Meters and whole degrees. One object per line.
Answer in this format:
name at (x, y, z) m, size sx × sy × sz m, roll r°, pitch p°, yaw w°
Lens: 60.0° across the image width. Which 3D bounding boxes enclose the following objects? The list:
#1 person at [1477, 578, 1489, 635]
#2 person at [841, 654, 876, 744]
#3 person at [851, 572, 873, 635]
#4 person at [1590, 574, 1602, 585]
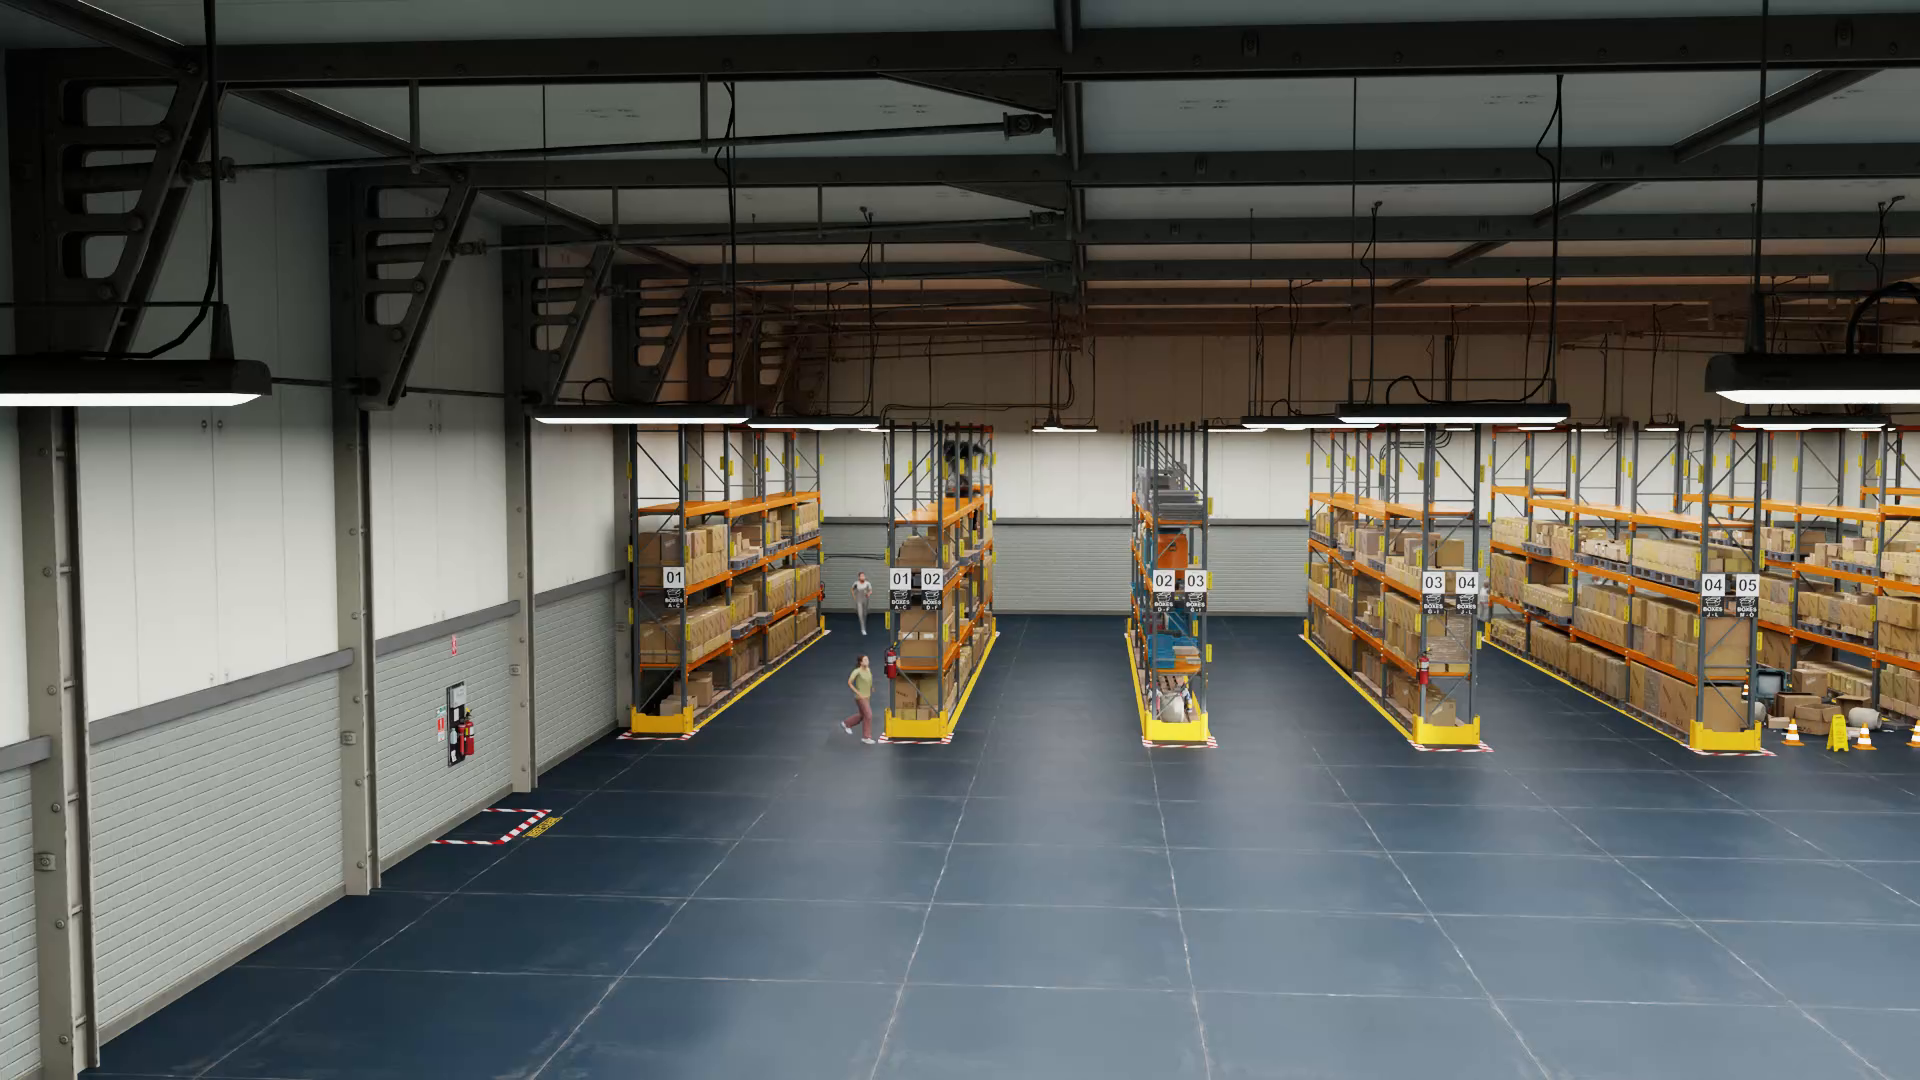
person at (14.982, 1.893, 47.497) m, size 0.534 × 1.642 × 0.563 m, roll -3°, pitch 4°, yaw -36°
person at (-1.898, 2.944, 30.985) m, size 0.765 × 1.678 × 0.577 m, roll 2°, pitch 4°, yaw 31°
person at (-2.699, 1.728, 45.776) m, size 0.586 × 1.693 × 0.815 m, roll -1°, pitch 4°, yaw -9°
person at (18.360, 1.796, 48.183) m, size 0.717 × 1.796 × 0.626 m, roll -1°, pitch 4°, yaw -17°
